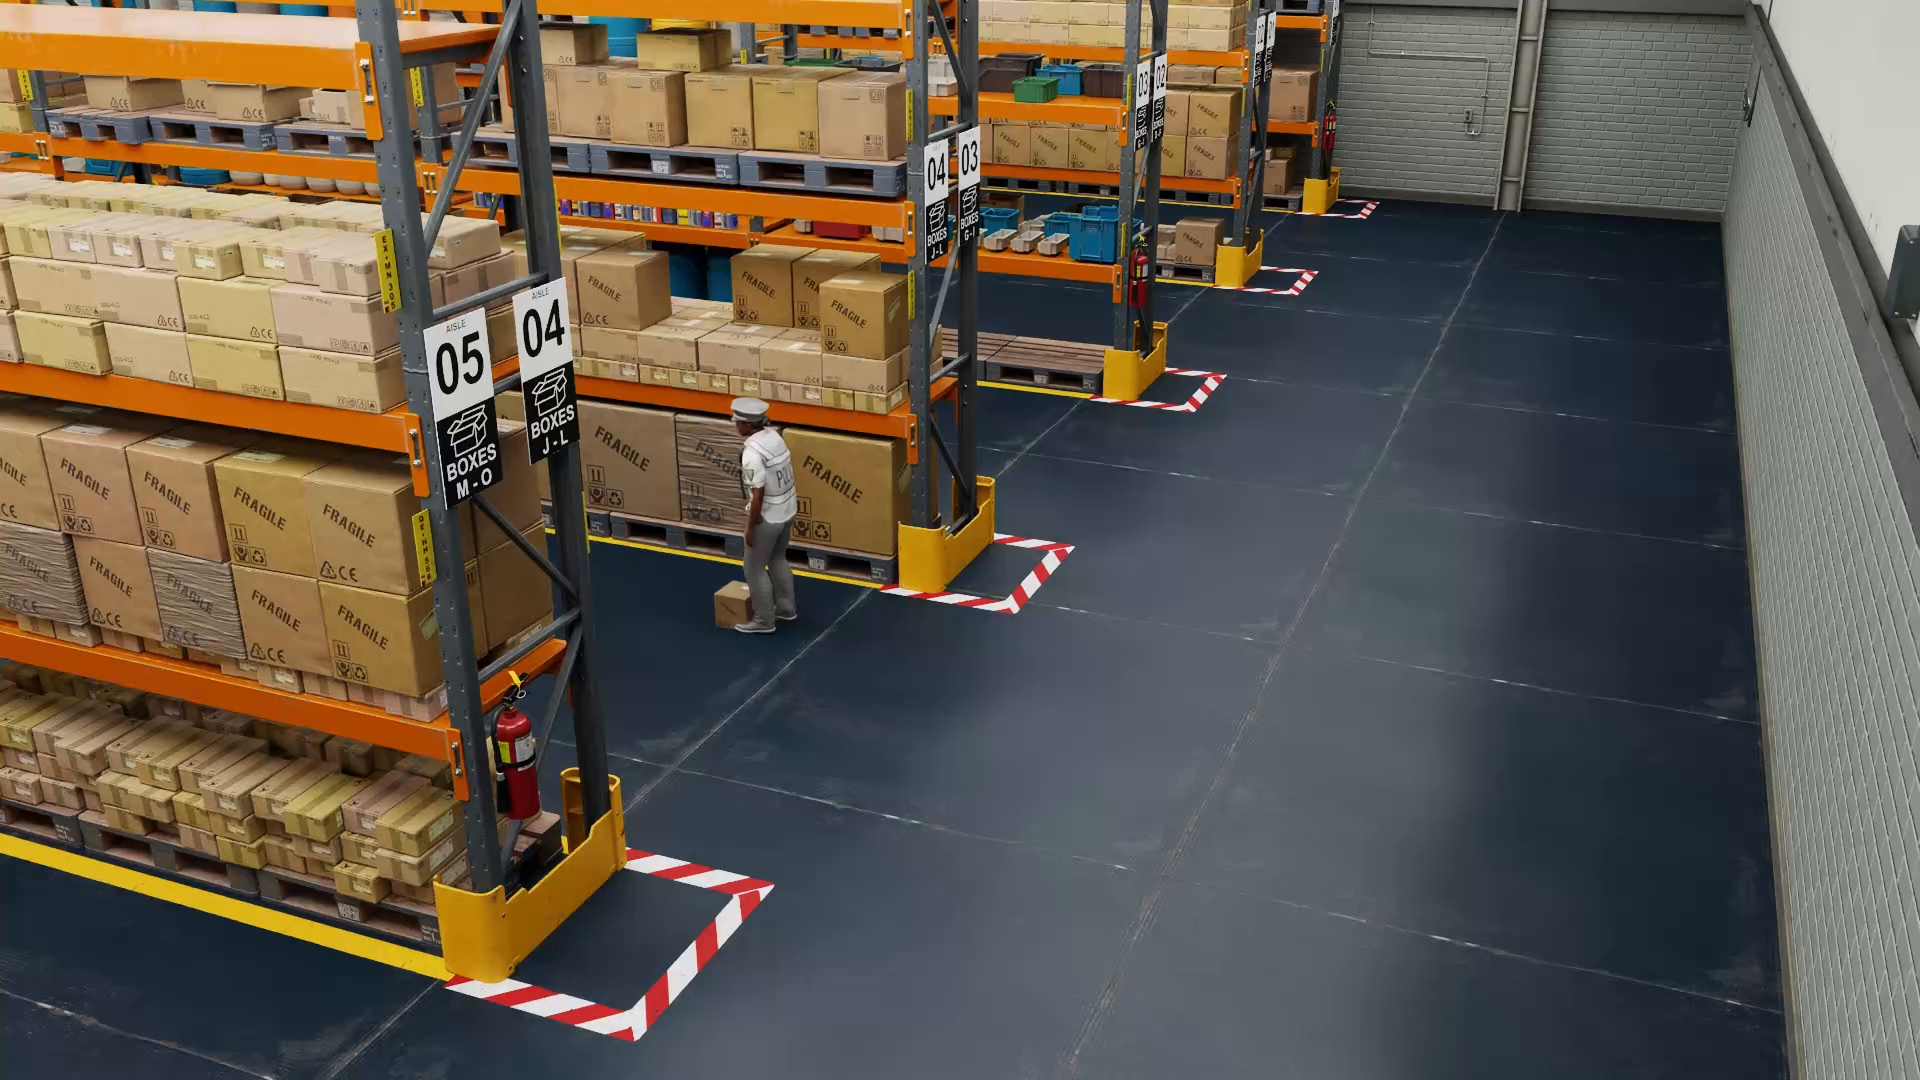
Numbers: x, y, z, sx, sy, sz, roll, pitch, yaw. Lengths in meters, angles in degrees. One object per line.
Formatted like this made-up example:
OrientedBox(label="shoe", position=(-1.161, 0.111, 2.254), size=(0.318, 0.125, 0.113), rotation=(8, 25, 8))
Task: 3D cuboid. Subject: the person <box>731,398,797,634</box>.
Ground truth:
OrientedBox(label="person", position=(-1.331, -0.160, 11.295), size=(0.427, 1.658, 0.526), rotation=(7, 24, 17))
